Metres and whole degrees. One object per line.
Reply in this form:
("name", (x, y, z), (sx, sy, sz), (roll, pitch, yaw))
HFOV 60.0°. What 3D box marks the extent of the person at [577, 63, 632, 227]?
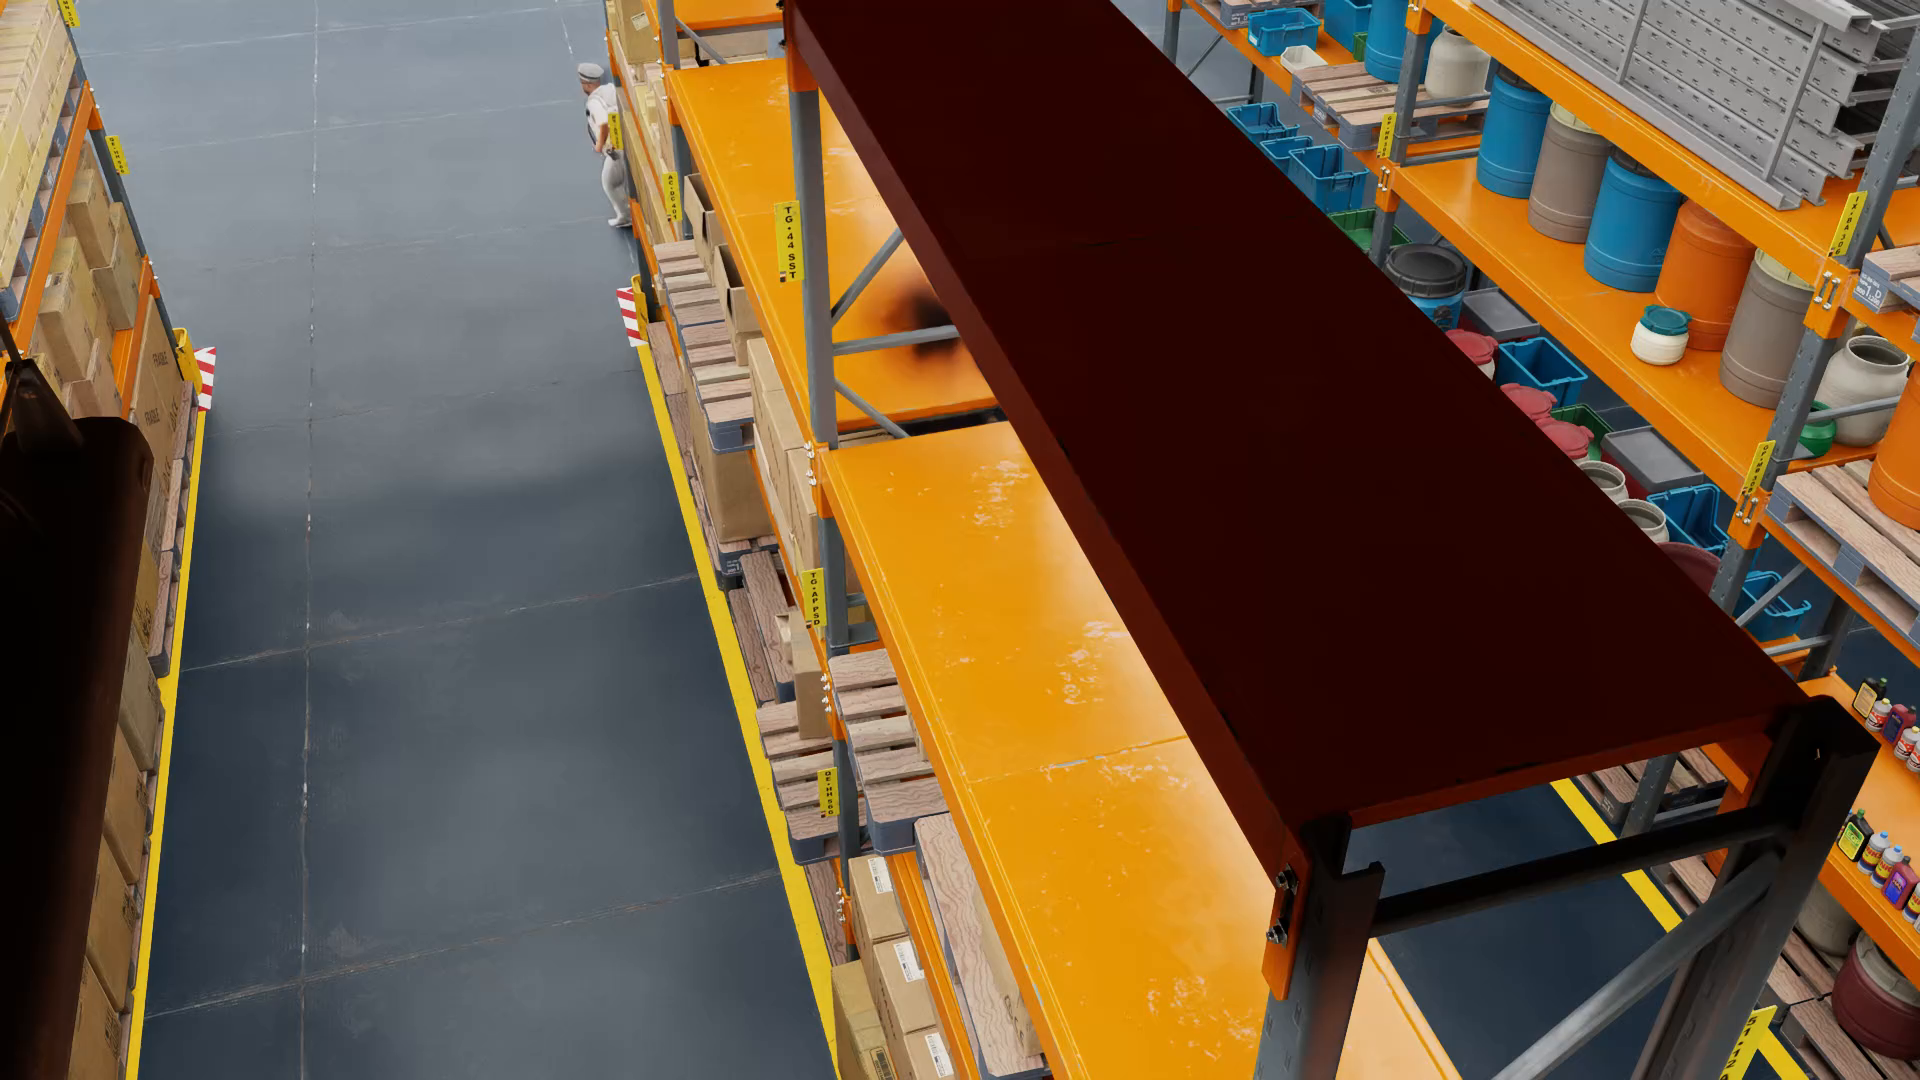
("person", (-3.226, -3.786, 16.287), (0.902, 1.724, 0.645), (9, 39, 11))
